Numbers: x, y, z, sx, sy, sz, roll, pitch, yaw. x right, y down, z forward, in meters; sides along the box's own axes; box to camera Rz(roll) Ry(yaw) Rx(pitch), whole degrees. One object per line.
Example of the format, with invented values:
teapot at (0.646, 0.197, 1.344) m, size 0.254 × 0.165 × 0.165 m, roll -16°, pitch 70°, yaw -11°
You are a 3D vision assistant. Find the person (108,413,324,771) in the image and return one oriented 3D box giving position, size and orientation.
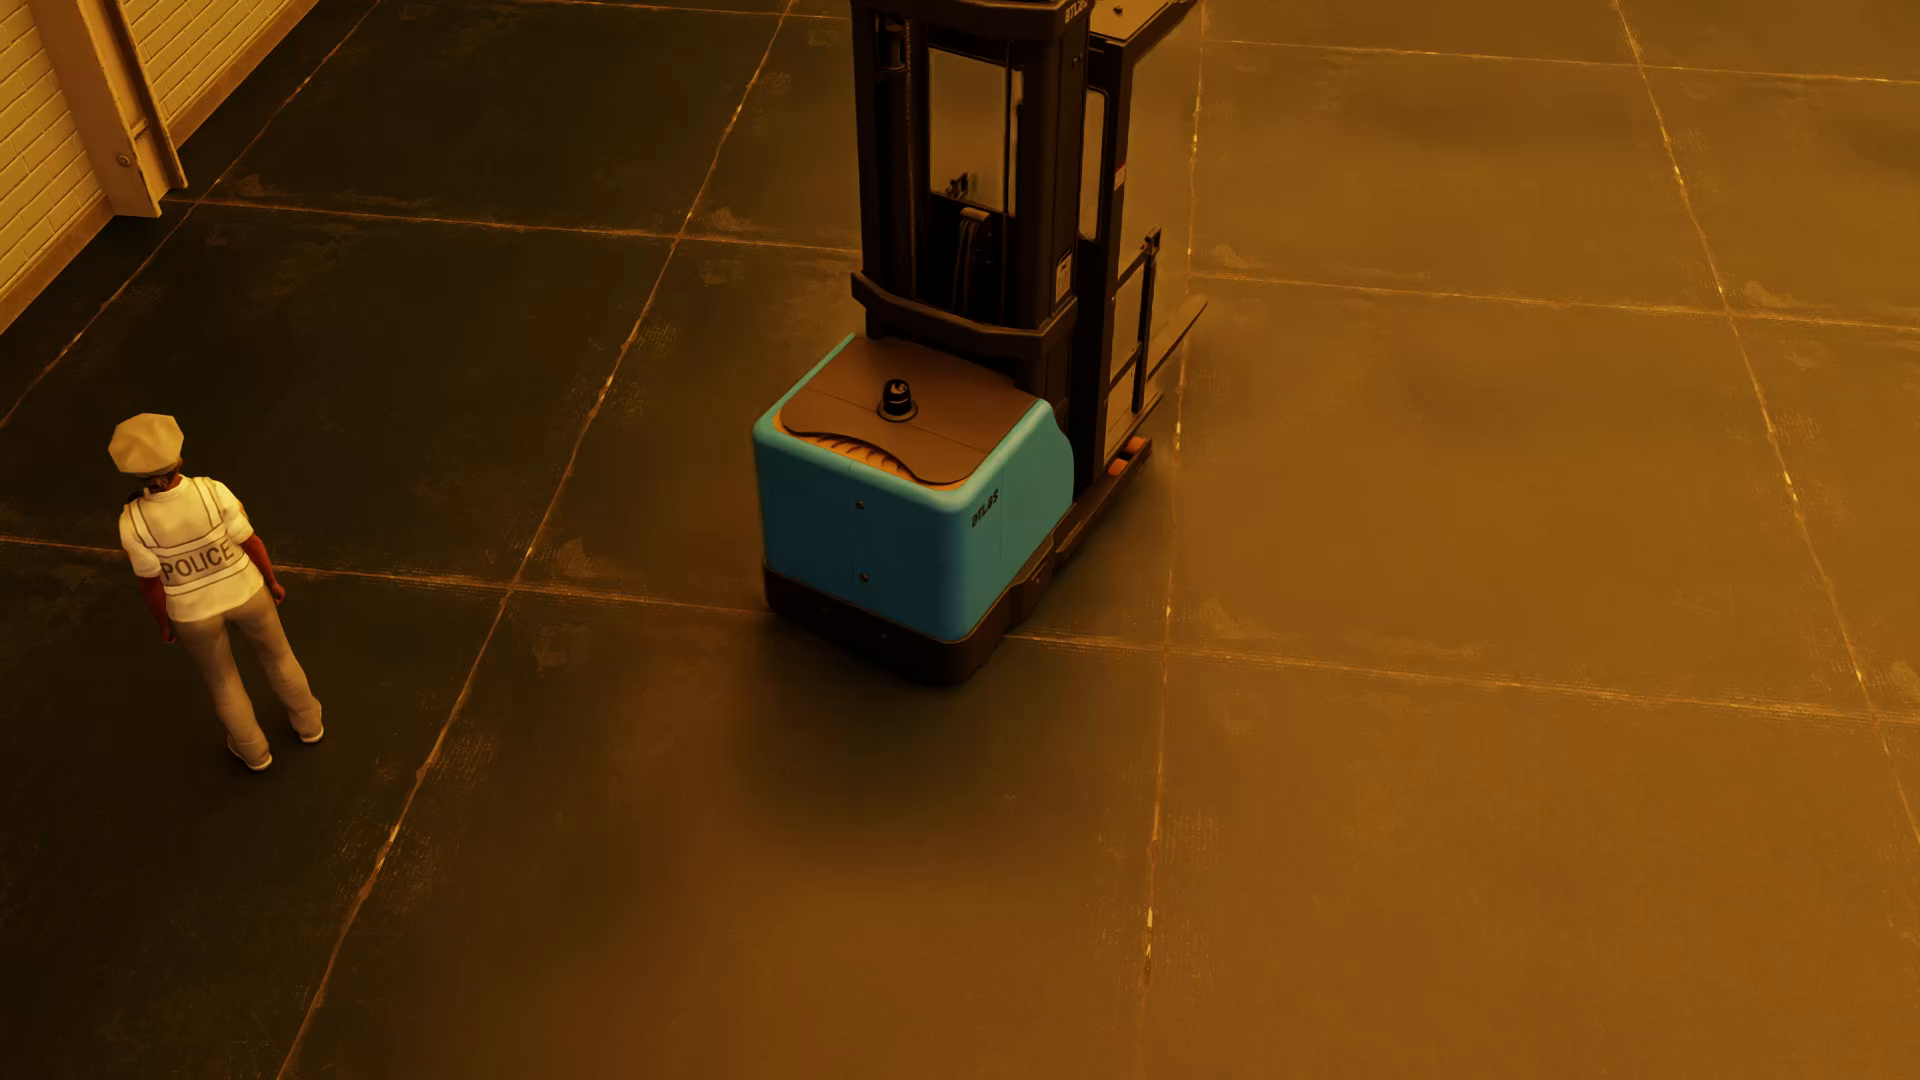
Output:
person at (-2.869, 0.217, 6.412) m, size 0.475 × 1.688 × 0.349 m, roll -24°, pitch 48°, yaw -24°

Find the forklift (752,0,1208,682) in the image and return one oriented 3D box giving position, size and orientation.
forklift at (0.297, -1.456, 7.309) m, size 1.130 × 2.935 × 3.031 m, roll 21°, pitch 47°, yaw 22°
